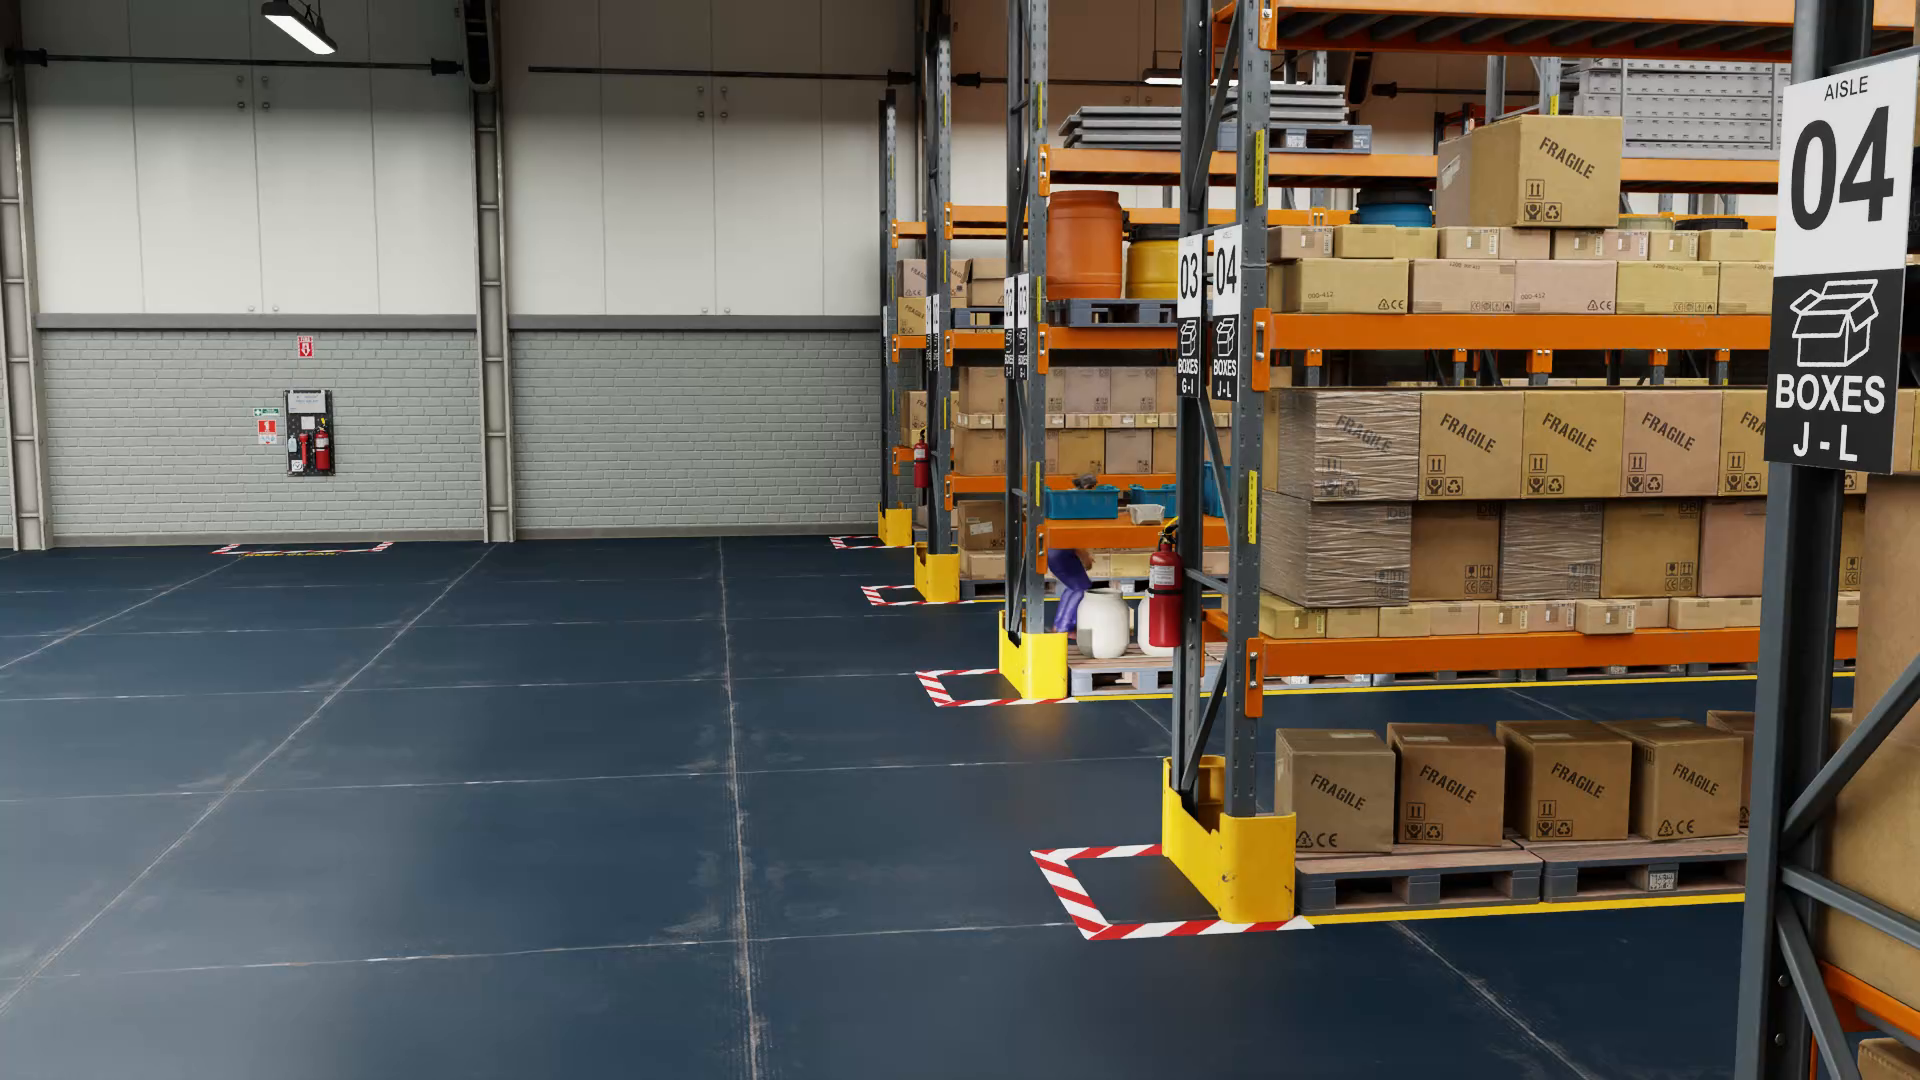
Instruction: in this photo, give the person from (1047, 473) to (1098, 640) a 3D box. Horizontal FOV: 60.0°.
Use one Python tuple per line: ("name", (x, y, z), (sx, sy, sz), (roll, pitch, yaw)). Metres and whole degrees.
("person", (1.002, 0.143, 15.332), (0.529, 1.510, 0.522), (-1, 7, -8))
